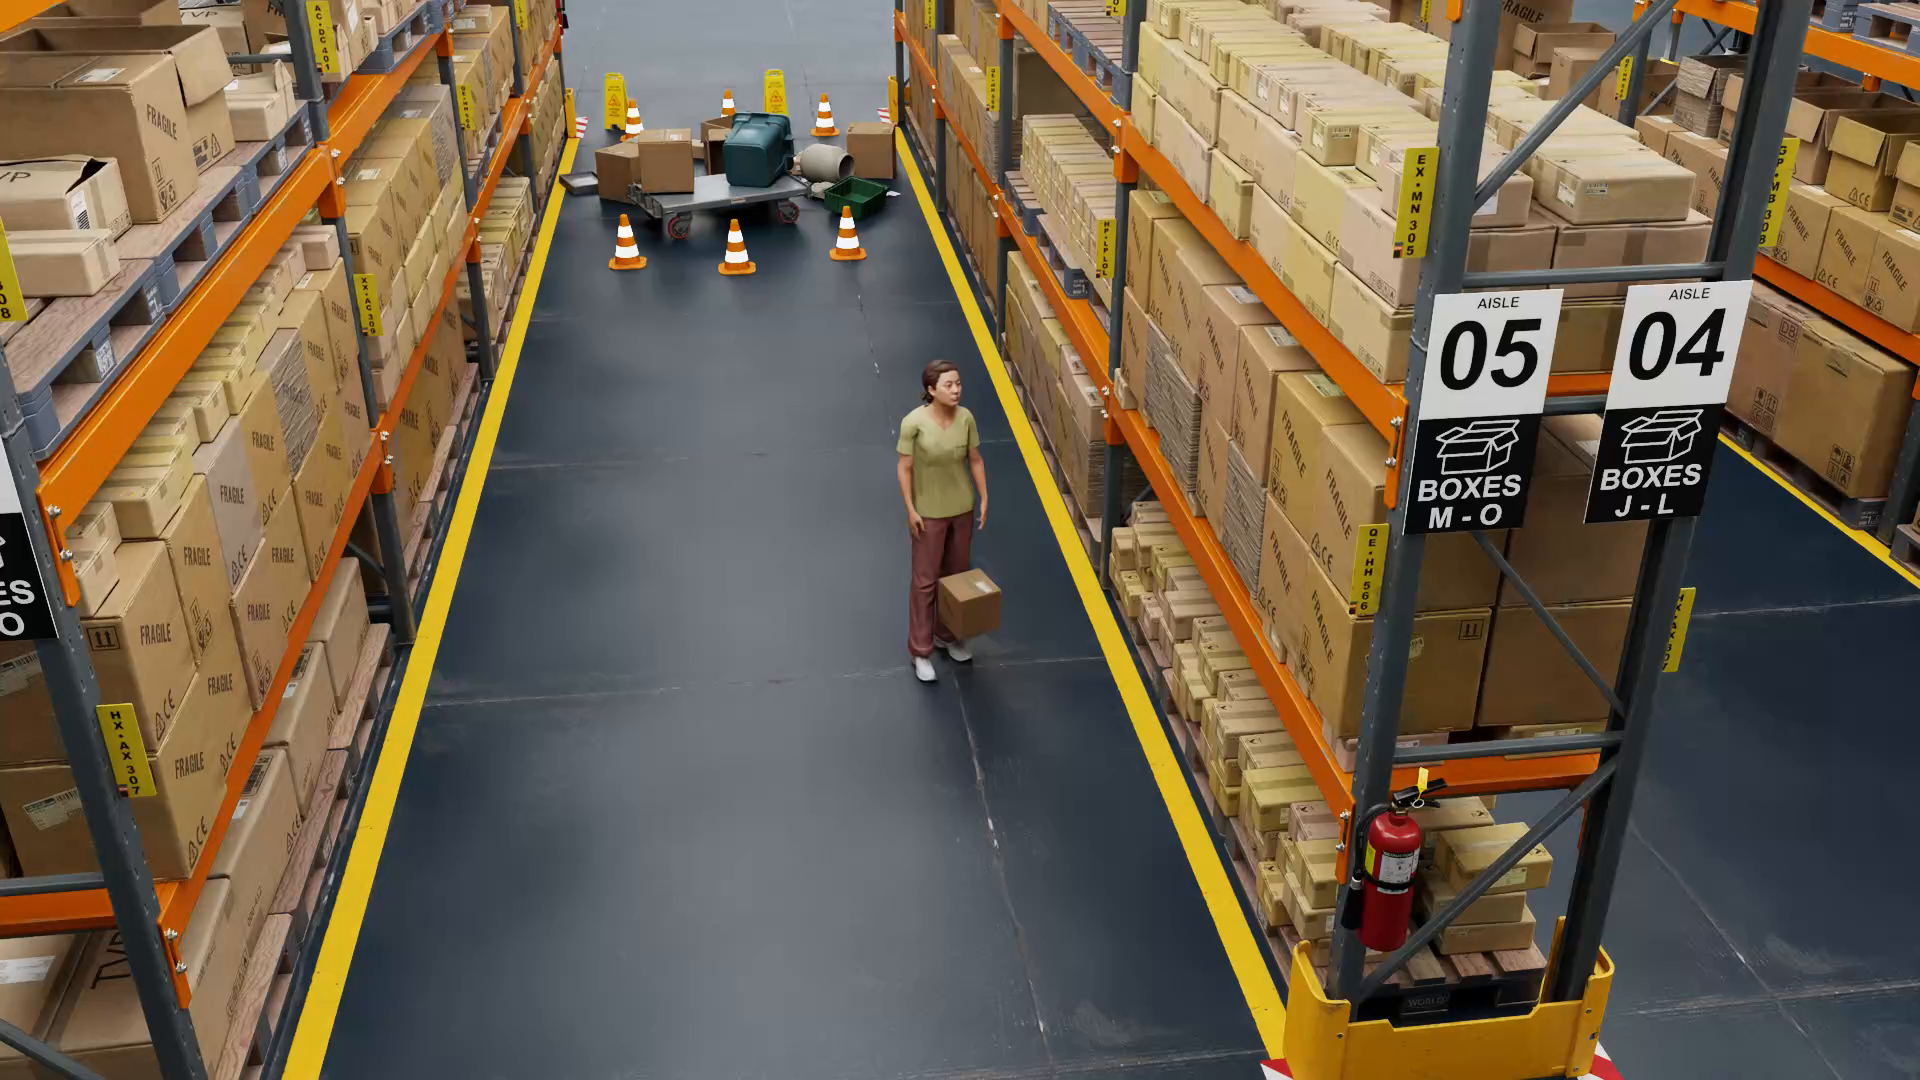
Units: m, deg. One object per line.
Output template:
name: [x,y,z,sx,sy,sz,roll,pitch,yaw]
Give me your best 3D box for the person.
person: [-0.071,-0.125,8.844,0.536,1.674,0.552,-13,30,-24]
